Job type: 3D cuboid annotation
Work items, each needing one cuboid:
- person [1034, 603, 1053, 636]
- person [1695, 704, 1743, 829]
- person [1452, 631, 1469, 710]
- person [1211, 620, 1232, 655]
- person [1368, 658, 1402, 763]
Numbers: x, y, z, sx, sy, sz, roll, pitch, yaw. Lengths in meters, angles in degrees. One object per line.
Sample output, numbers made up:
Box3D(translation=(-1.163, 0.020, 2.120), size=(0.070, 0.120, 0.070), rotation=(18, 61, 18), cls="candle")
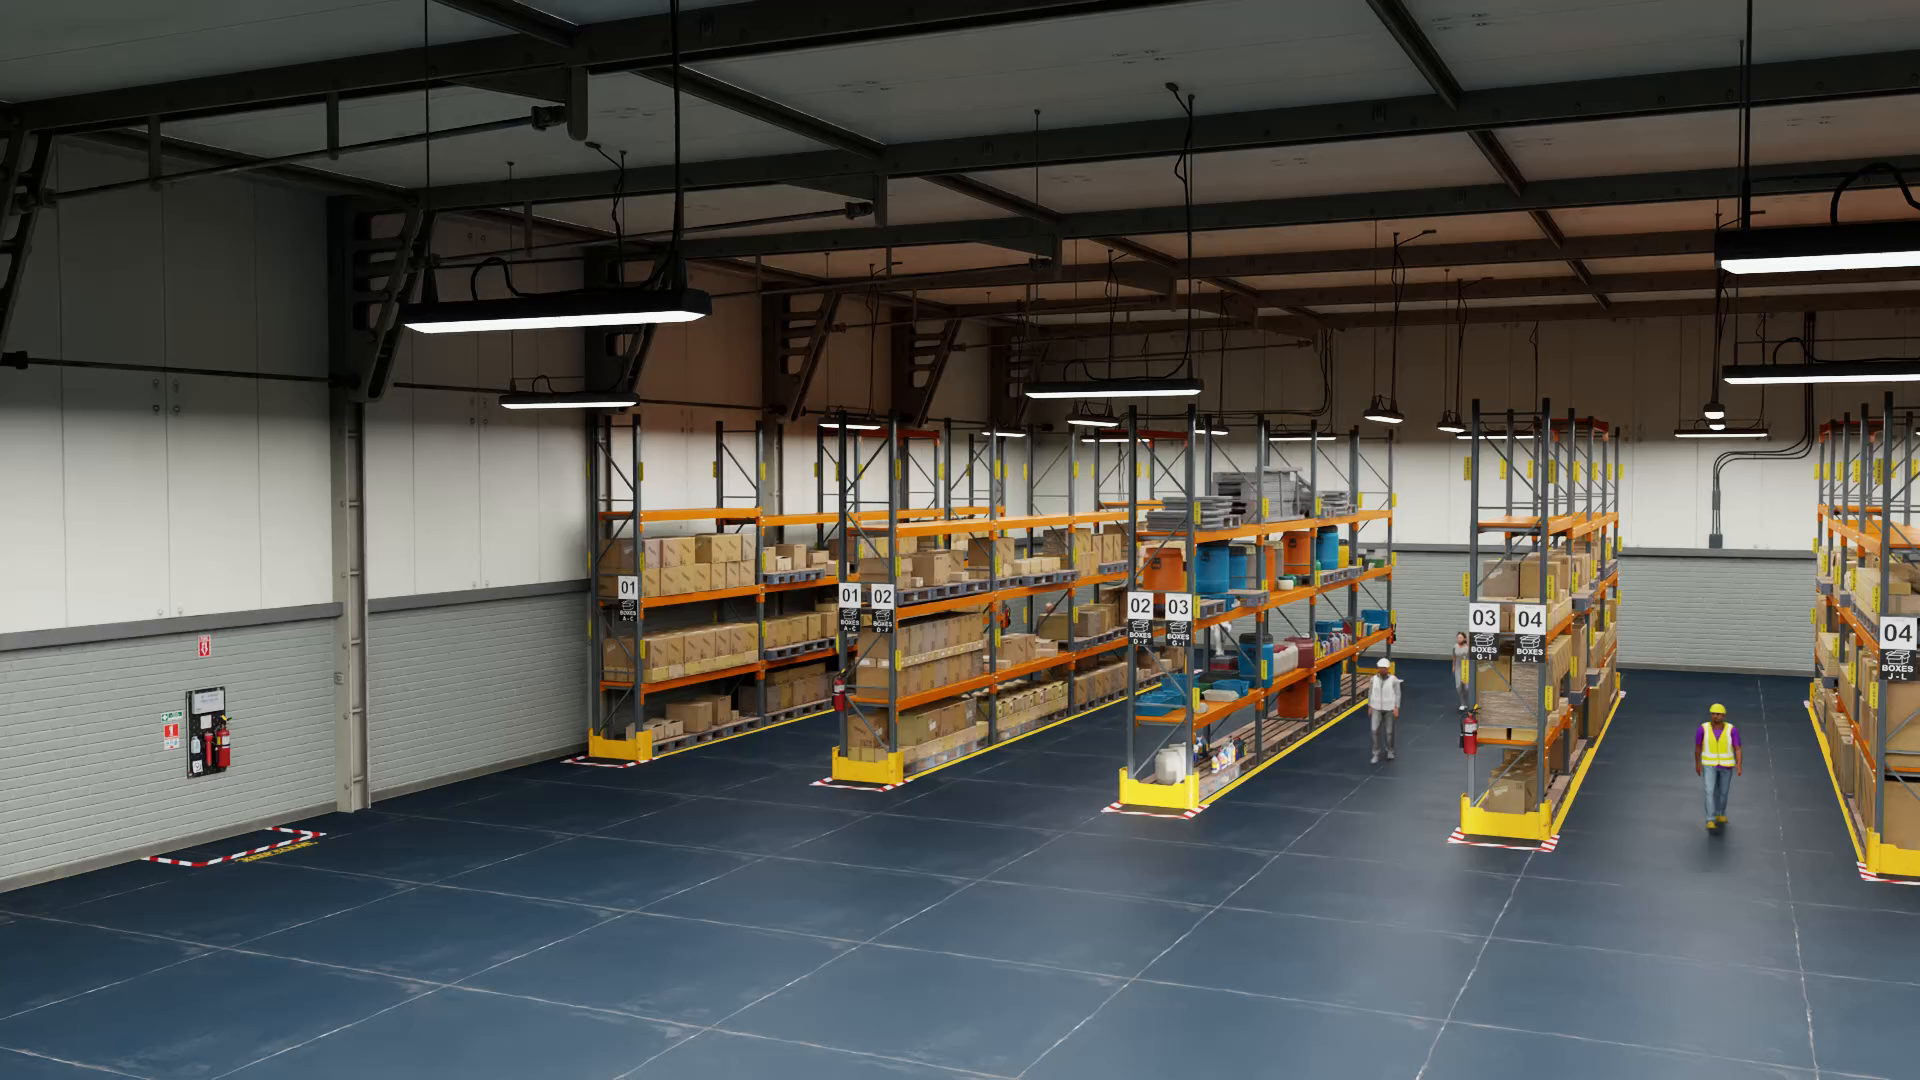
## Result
Box3D(translation=(2.147, 2.433, 41.246), size=(0.685, 1.709, 1.170), rotation=(1, 3, 22), cls="person")
Box3D(translation=(10.624, 3.162, 23.281), size=(0.596, 1.719, 1.009), rotation=(1, 3, 21), cls="person")
Box3D(translation=(10.662, 2.741, 35.102), size=(0.501, 1.651, 0.608), rotation=(2, 3, 34), cls="person")
Box3D(translation=(6.976, 2.296, 44.363), size=(0.538, 1.724, 1.136), rotation=(0, 2, -1), cls="person")
Box3D(translation=(7.339, 2.944, 28.774), size=(0.589, 1.804, 0.650), rotation=(1, 3, 27), cls="person")
